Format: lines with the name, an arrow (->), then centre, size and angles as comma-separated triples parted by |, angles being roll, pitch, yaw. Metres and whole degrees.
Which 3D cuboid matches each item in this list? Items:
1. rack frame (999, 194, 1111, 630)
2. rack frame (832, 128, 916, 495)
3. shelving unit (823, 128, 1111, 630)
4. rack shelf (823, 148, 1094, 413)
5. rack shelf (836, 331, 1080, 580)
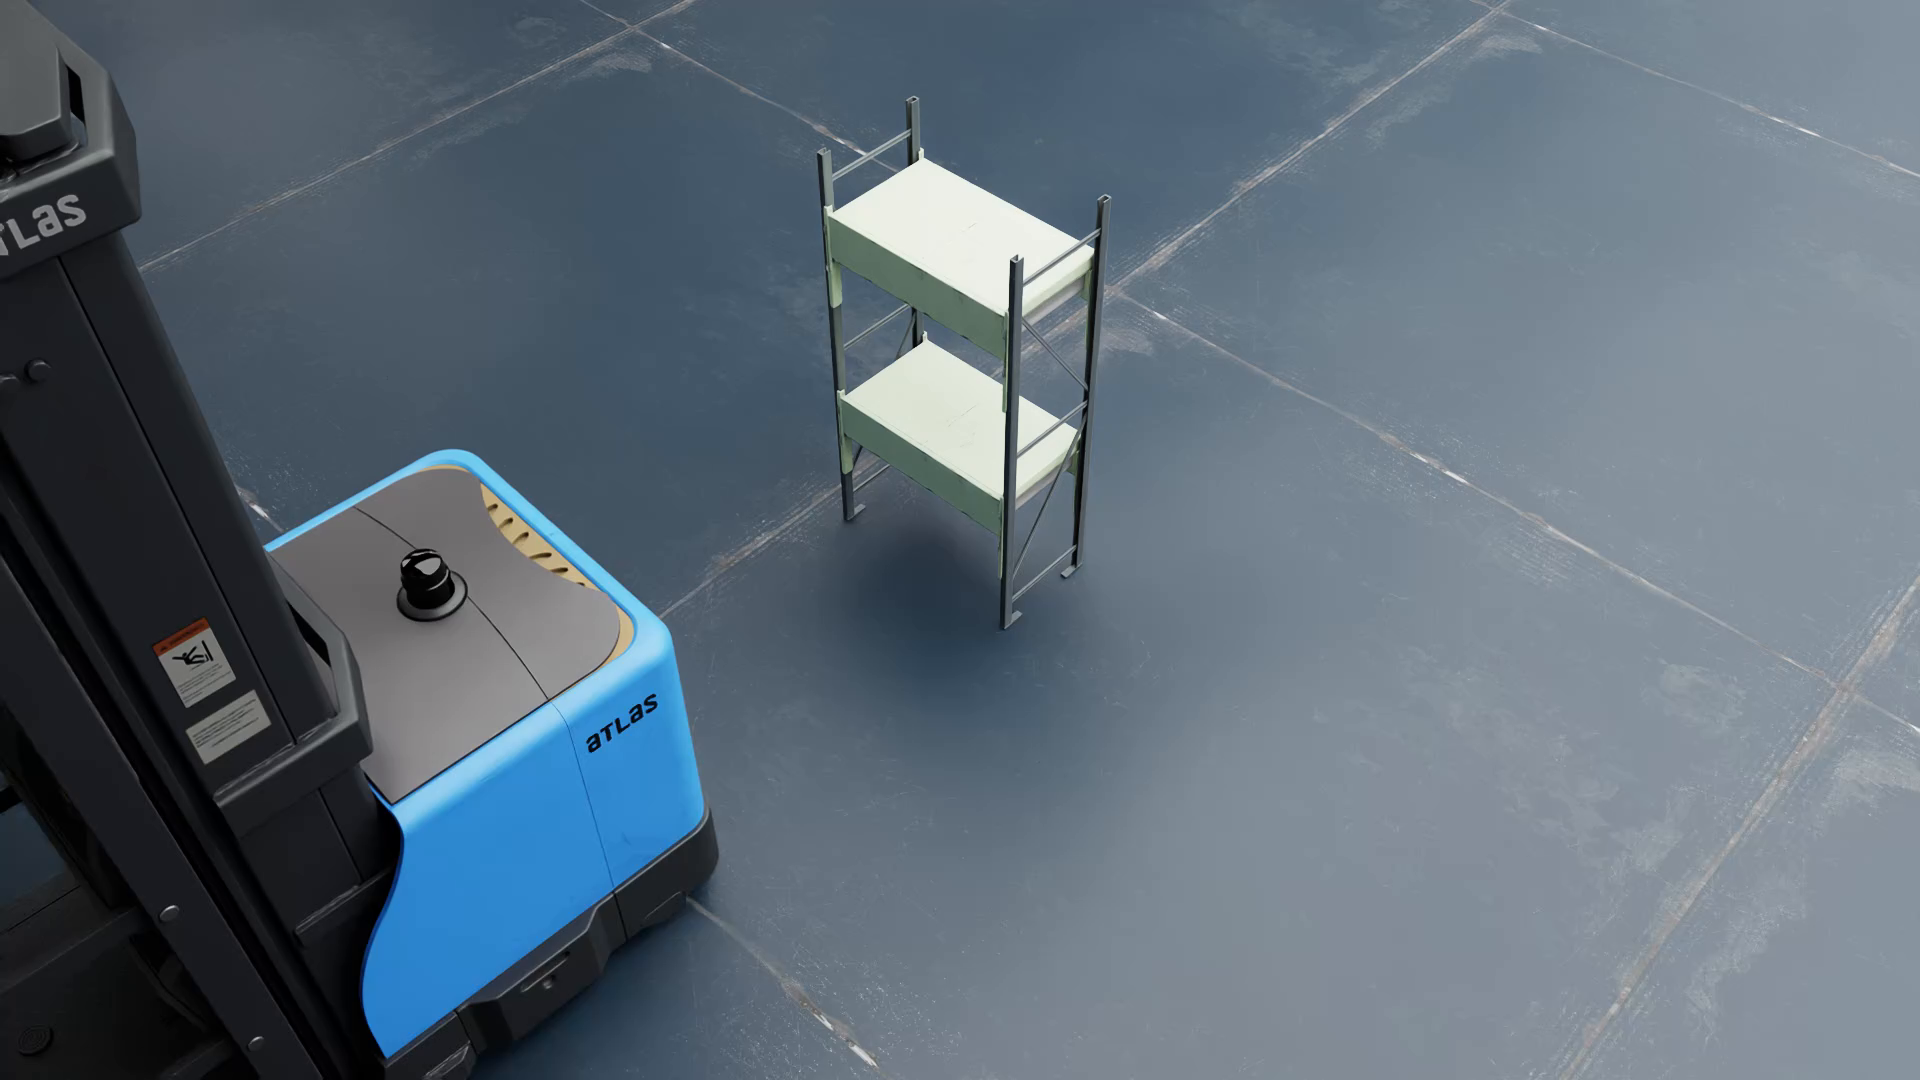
rack frame -> 0.274, -0.329, 5.030 | 0.023, 1.500, 0.400 | 34, 55, 28
rack frame -> -0.263, -0.692, 5.371 | 0.010, 1.308, 0.380 | 34, 55, 28
shelving unit -> 0.007, -0.508, 5.199 | 0.748, 1.500, 0.431 | 34, 55, 28
rack shelf -> 0.005, -0.777, 4.916 | 0.720, 0.370, 0.431 | 34, 55, 28
rack shelf -> 0.005, -0.287, 5.438 | 0.720, 0.370, 0.431 | 34, 55, 28
